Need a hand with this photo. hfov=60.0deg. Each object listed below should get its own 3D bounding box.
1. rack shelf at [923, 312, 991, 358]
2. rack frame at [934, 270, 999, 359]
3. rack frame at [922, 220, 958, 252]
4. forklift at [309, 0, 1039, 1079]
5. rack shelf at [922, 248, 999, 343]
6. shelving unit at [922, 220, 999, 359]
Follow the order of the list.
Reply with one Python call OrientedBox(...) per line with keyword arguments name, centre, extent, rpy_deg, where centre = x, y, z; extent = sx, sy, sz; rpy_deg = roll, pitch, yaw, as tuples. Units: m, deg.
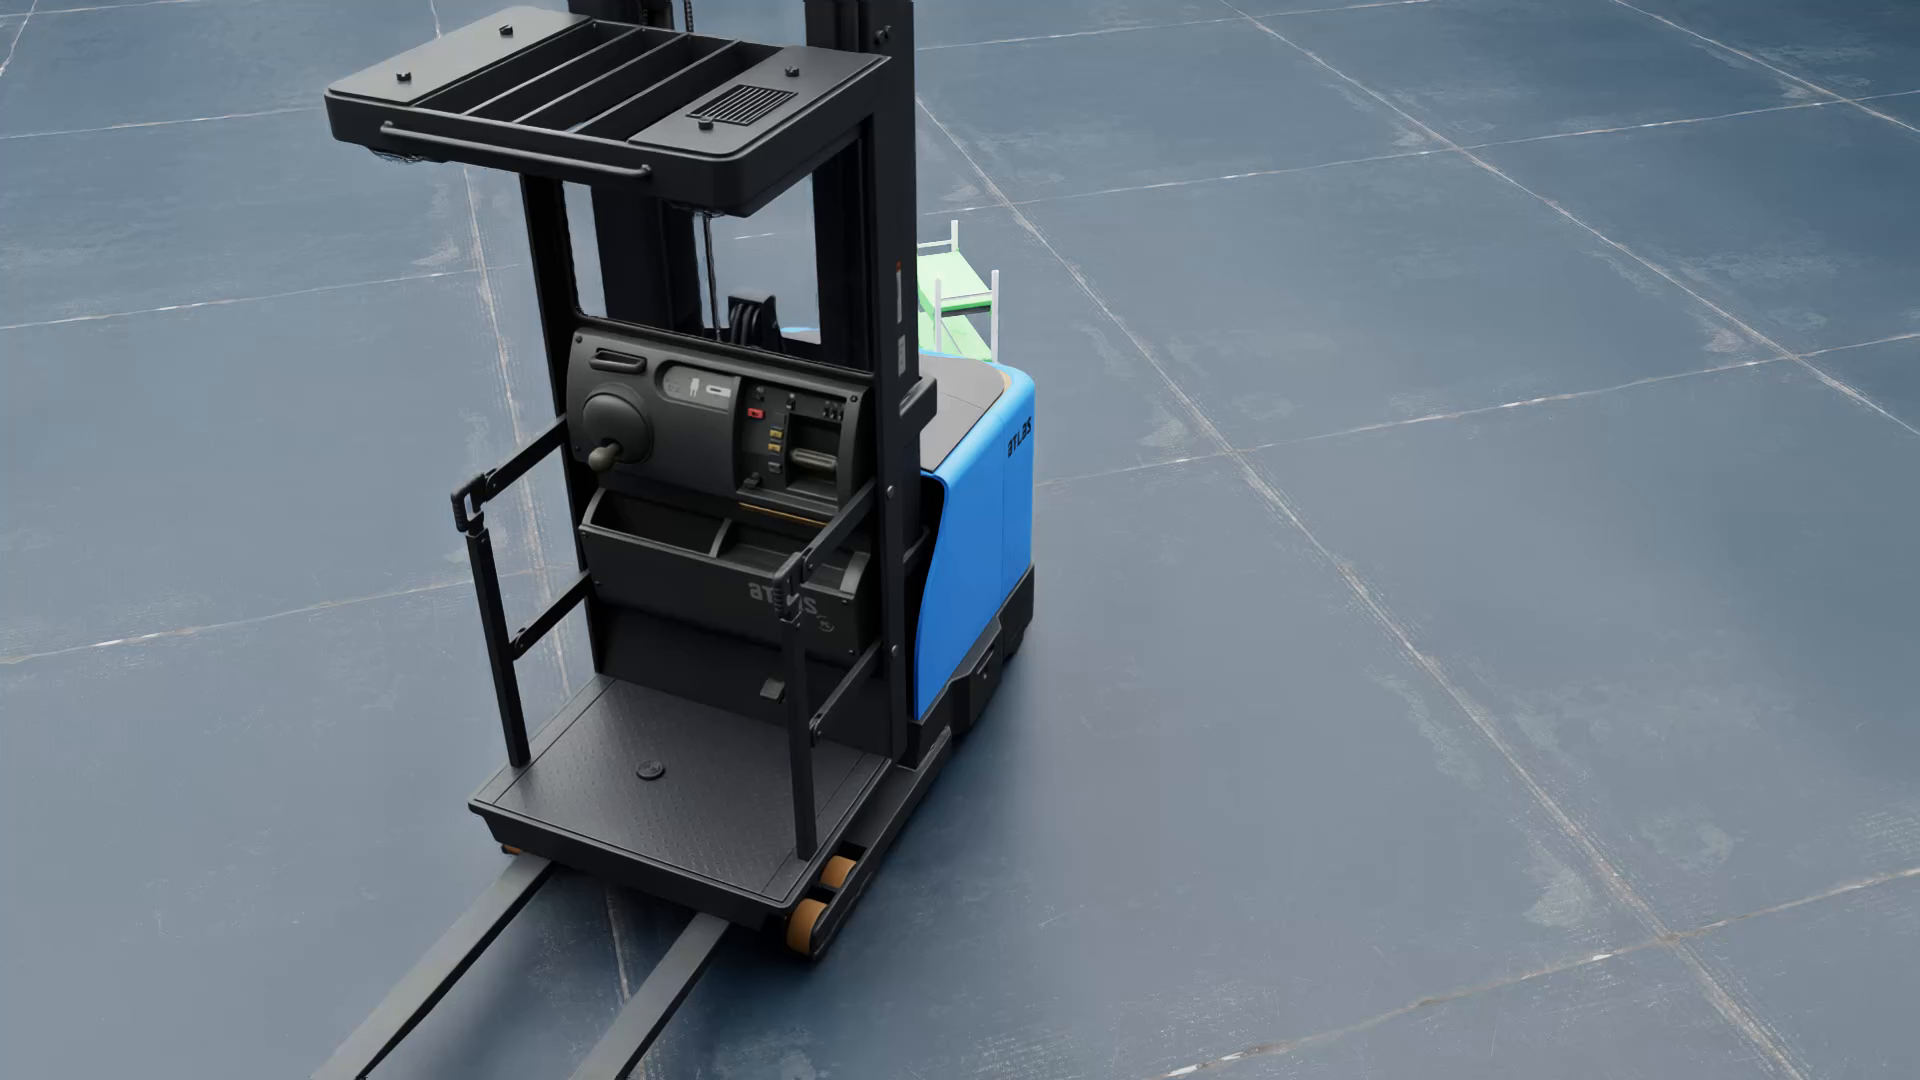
OrientedBox(name="rack shelf", centre=(-0.050, -0.734, 6.454), extent=(0.258, 0.148, 0.480), rpy_deg=(-10, 35, -15))
OrientedBox(name="rack frame", centre=(0.024, -0.459, 6.357), extent=(0.240, 1.200, 0.015), rpy_deg=(-10, 35, -15))
OrientedBox(name="rack frame", centre=(-0.125, -0.716, 6.745), extent=(0.240, 1.200, 0.015), rpy_deg=(-10, 35, -15))
OrientedBox(name="forklift", centre=(-0.769, -0.287, 4.525), extent=(1.130, 2.935, 3.031), rpy_deg=(14, 36, 20))
OrientedBox(name="rack shelf", centre=(-0.050, -0.935, 6.321), extent=(0.258, 0.148, 0.480), rpy_deg=(-10, 35, -15))
OrientedBox(name="shelving unit", centre=(-0.050, -0.587, 6.551), extent=(0.258, 1.200, 0.503), rpy_deg=(-10, 35, -15))
